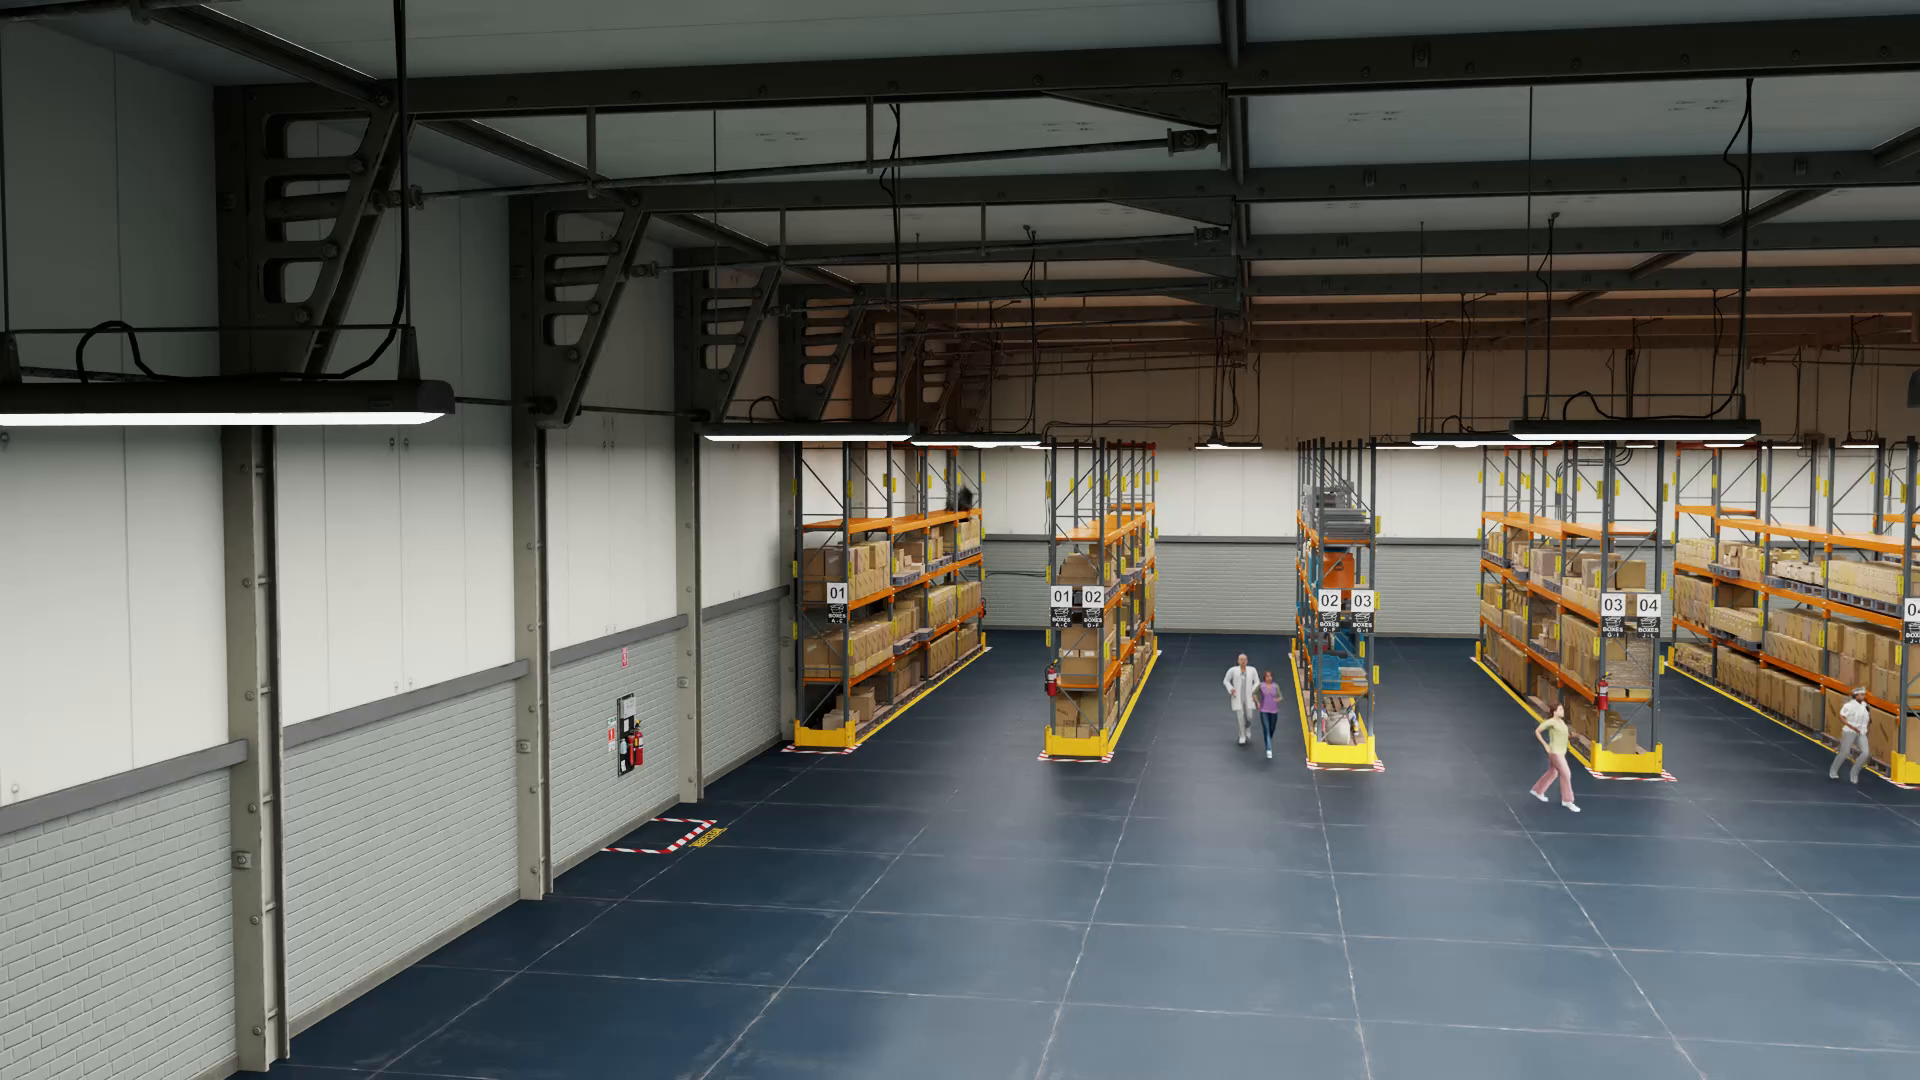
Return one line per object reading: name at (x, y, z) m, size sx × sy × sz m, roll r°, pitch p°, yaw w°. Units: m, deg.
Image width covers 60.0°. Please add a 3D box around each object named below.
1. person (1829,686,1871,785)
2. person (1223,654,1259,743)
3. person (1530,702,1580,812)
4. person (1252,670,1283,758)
person at (15.529, 3.376, 28.843) m, size 0.650 × 1.698 × 0.660 m, roll 0°, pitch 3°, yaw -7°
person at (5.555, 3.117, 32.801) m, size 0.718 × 1.743 × 0.637 m, roll 0°, pitch 3°, yaw 4°
person at (9.585, 3.454, 26.735) m, size 0.872 × 1.703 × 0.560 m, roll 3°, pitch 4°, yaw 42°
person at (5.799, 3.242, 31.274) m, size 0.544 × 1.583 × 0.870 m, roll 0°, pitch 3°, yaw 0°
